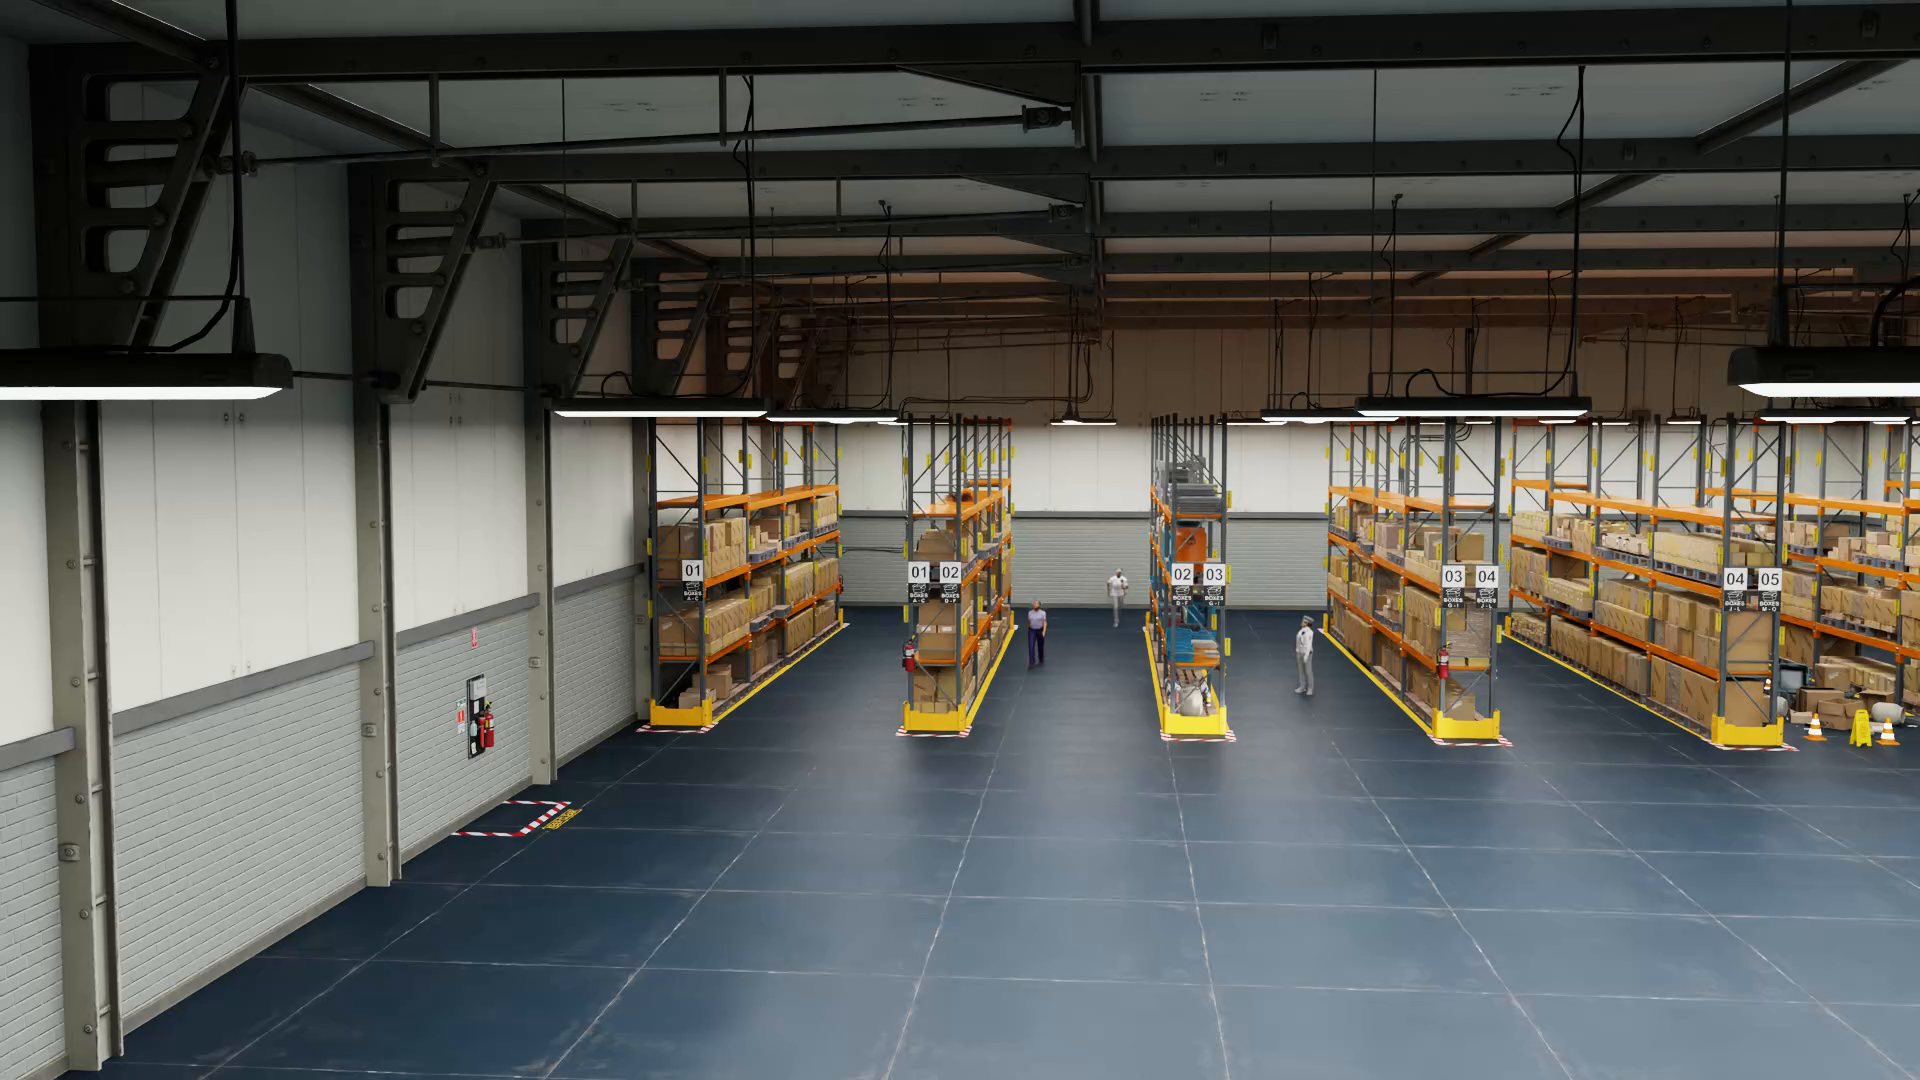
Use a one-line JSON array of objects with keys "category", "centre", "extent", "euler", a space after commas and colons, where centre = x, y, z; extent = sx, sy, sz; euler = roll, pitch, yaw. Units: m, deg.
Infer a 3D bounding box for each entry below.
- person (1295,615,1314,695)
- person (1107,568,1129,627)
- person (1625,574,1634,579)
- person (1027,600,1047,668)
[{"category": "person", "centre": [7.441, 2.479, 35.875], "extent": [0.387, 1.727, 0.510], "euler": [-2, 5, -32]}, {"category": "person", "centre": [4.588, 1.624, 48.101], "extent": [0.584, 1.661, 0.962], "euler": [0, 4, -5]}, {"category": "person", "centre": [18.243, 1.807, 45.277], "extent": [0.672, 1.740, 0.984], "euler": [-3, 5, -39]}, {"category": "person", "centre": [1.840, 2.242, 39.912], "extent": [0.490, 1.584, 0.988], "euler": [0, 4, 5]}]
